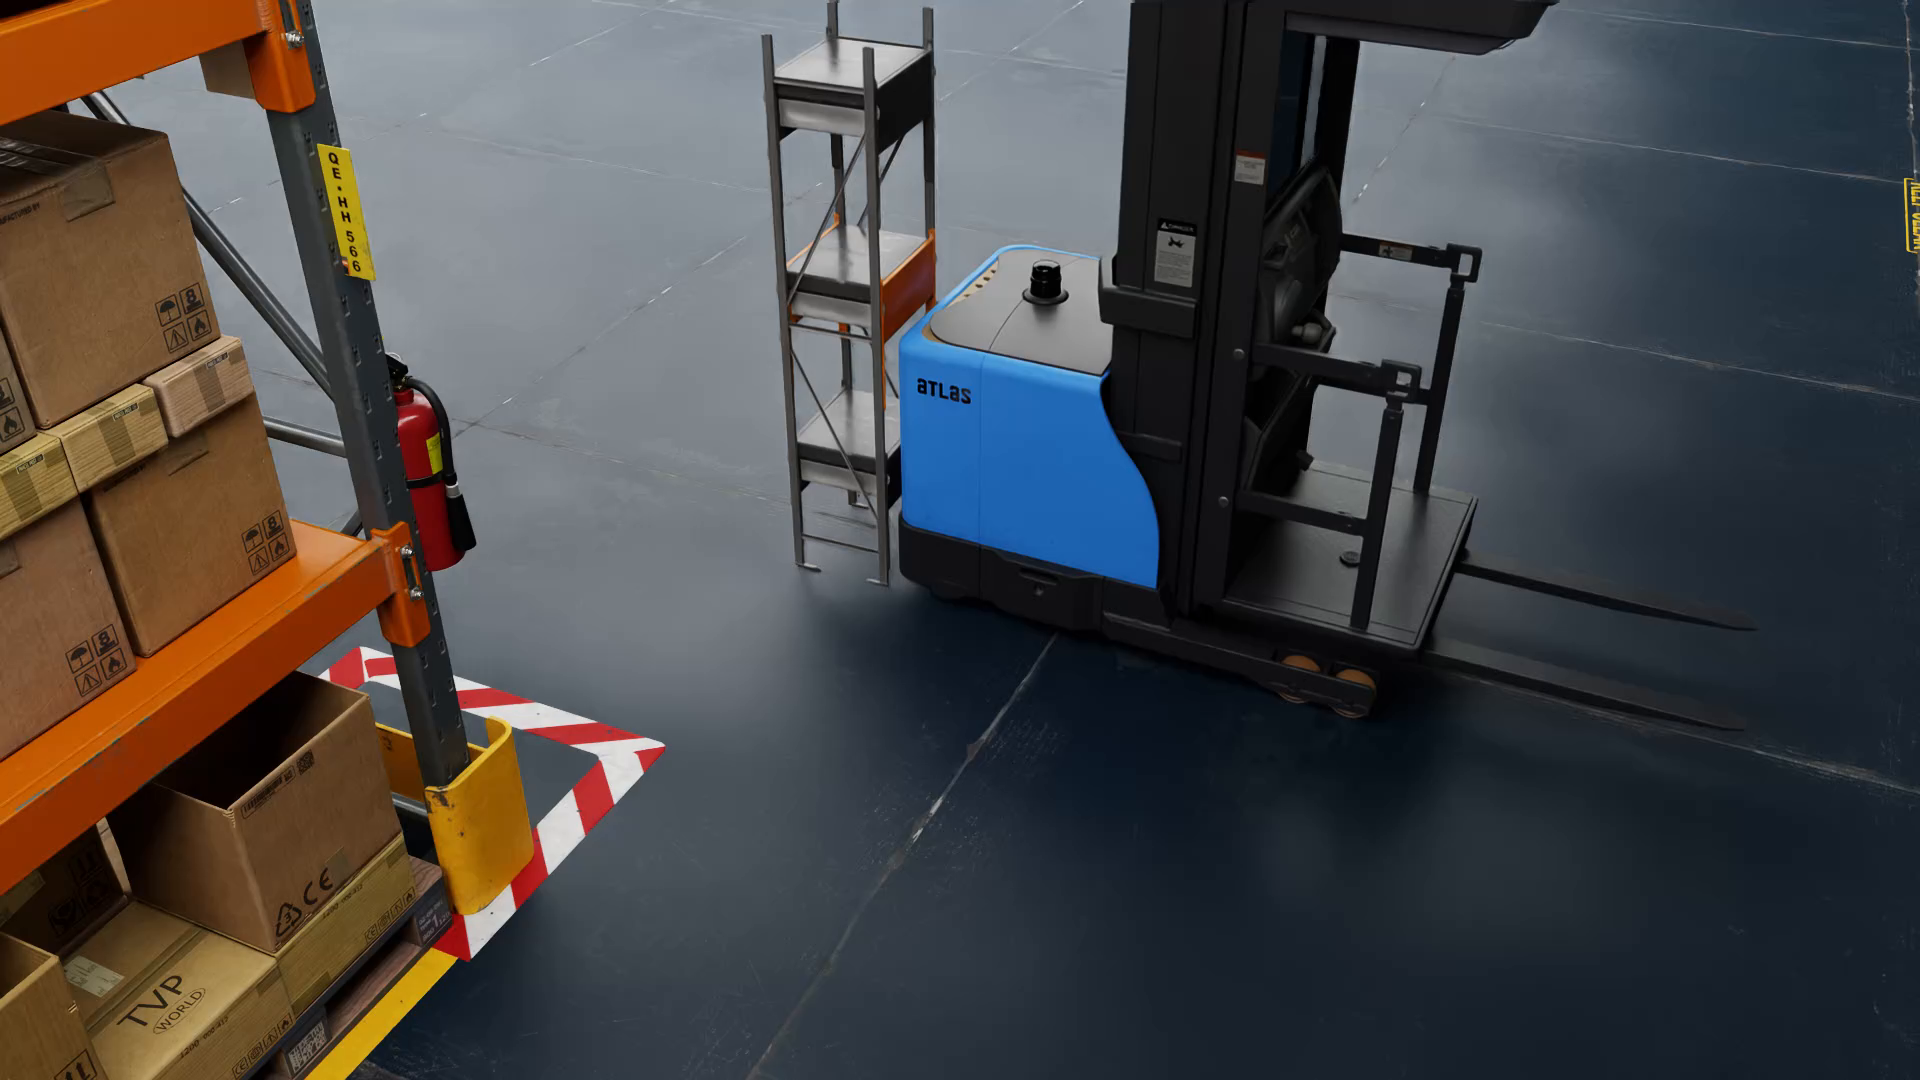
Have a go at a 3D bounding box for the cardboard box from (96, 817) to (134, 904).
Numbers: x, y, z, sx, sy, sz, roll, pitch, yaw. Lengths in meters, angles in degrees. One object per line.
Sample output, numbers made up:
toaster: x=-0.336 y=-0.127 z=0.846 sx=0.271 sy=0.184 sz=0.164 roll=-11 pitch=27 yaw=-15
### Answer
cardboard box: x=-2.359 y=0.873 z=4.807 sx=0.500 sy=0.250 sz=0.500 roll=14 pitch=36 yaw=20

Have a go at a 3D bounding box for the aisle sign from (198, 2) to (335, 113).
aisle sign: x=-1.638 y=-1.369 z=3.732 sx=0.394 sy=0.787 sz=0.004 roll=14 pitch=36 yaw=20

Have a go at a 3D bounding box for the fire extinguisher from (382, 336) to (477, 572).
fire extinguisher: x=-1.461 y=-0.237 z=4.446 sx=0.296 sy=0.674 sz=0.183 roll=14 pitch=36 yaw=20

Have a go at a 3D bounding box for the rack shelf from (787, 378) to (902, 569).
rack shelf: x=-0.372 y=-0.266 z=6.543 sx=0.431 sy=0.518 sz=0.480 roll=13 pitch=35 yaw=18

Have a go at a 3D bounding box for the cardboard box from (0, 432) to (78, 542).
cardboard box: x=-2.134 y=-0.138 z=3.542 sx=0.380 sy=0.149 sz=0.250 roll=14 pitch=36 yaw=20

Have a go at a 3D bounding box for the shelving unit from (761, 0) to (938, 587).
shelving unit: x=-0.372 y=-0.863 z=6.152 sx=0.431 sy=2.100 sz=0.503 roll=13 pitch=35 yaw=18

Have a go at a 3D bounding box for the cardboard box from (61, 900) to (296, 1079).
cardboard box: x=-2.087 y=1.244 z=4.242 sx=0.500 sy=0.250 sz=0.500 roll=14 pitch=36 yaw=20

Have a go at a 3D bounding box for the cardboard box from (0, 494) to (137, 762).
cardboard box: x=-2.355 y=0.134 z=3.720 sx=0.700 sy=0.500 sz=0.500 roll=15 pitch=36 yaw=22

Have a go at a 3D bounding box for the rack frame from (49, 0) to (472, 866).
rack frame: x=-1.932 y=-0.317 z=4.498 sx=1.000 sy=3.000 sz=0.127 roll=14 pitch=36 yaw=20

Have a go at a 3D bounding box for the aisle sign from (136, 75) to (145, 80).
aisle sign: x=-2.183 y=-1.507 z=3.942 sx=0.394 sy=0.787 sz=0.004 roll=14 pitch=36 yaw=20

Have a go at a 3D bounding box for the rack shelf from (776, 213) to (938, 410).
rack shelf: x=-0.372 y=-0.852 z=6.159 sx=0.431 sy=0.518 sz=0.480 roll=13 pitch=35 yaw=18

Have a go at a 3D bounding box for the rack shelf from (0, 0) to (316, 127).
rack shelf: x=-2.769 y=-0.274 z=2.353 sx=1.077 sy=0.370 sz=4.000 roll=14 pitch=36 yaw=20

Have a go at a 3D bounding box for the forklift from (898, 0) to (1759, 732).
forklift: x=1.324 y=-0.938 z=5.508 sx=3.031 sy=2.935 sz=1.130 roll=14 pitch=36 yaw=21

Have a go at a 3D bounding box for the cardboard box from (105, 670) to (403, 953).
cardboard box: x=-1.886 y=0.679 z=4.419 sx=0.500 sy=0.500 sz=0.500 roll=14 pitch=36 yaw=20

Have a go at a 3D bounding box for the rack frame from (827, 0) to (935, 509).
rack frame: x=-0.280 y=-0.987 z=6.341 sx=0.400 sy=2.100 sz=0.015 roll=13 pitch=35 yaw=18

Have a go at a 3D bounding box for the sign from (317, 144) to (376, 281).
sign: x=-1.445 y=-0.769 z=3.915 sx=0.100 sy=0.325 sz=0.005 roll=14 pitch=36 yaw=20

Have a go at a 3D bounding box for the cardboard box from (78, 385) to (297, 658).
cardboard box: x=-2.139 y=-0.129 z=4.120 sx=0.700 sy=0.500 sz=0.500 roll=14 pitch=36 yaw=20

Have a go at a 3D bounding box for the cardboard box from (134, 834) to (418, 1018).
cardboard box: x=-1.888 y=0.992 z=4.626 sx=0.500 sy=0.250 sz=0.500 roll=14 pitch=36 yaw=20

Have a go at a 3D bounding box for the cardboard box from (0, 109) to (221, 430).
cardboard box: x=-2.161 y=-0.645 z=3.724 sx=0.700 sy=0.500 sz=0.500 roll=14 pitch=36 yaw=21

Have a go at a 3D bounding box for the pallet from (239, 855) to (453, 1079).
pallet: x=-2.214 y=1.240 z=4.667 sx=1.003 sy=0.211 sz=1.213 roll=14 pitch=36 yaw=20

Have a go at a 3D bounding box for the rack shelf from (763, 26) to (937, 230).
rack shelf: x=-0.372 y=-1.437 z=5.775 sx=0.431 sy=0.518 sz=0.480 roll=13 pitch=35 yaw=18

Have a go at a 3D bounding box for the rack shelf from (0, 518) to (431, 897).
rack shelf: x=-2.769 y=0.980 z=3.176 sx=1.077 sy=0.370 sz=4.000 roll=14 pitch=36 yaw=20

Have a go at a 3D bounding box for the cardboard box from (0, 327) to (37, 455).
cardboard box: x=-2.376 y=-0.382 z=3.323 sx=0.700 sy=0.500 sz=0.500 roll=13 pitch=36 yaw=19

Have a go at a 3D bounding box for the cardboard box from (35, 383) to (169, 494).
cardboard box: x=-2.027 y=-0.265 z=3.736 sx=0.380 sy=0.149 sz=0.250 roll=15 pitch=36 yaw=22

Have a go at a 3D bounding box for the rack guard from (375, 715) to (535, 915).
rack guard: x=-1.922 y=0.717 z=5.201 sx=1.175 sy=0.500 sz=0.348 roll=14 pitch=36 yaw=20

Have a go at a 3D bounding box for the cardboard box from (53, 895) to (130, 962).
cardboard box: x=-2.565 y=1.123 z=4.426 sx=0.500 sy=0.250 sz=0.500 roll=14 pitch=36 yaw=20

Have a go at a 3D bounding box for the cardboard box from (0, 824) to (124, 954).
cardboard box: x=-2.566 y=0.809 z=4.221 sx=0.500 sy=0.500 sz=0.500 roll=14 pitch=36 yaw=20

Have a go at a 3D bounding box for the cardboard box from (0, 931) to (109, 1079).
cardboard box: x=-2.291 y=1.181 z=3.655 sx=0.500 sy=0.500 sz=0.500 roll=14 pitch=36 yaw=20

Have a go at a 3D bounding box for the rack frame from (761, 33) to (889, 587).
rack frame: x=-0.464 y=-0.739 z=5.963 sx=0.400 sy=2.100 sz=0.015 roll=13 pitch=35 yaw=18

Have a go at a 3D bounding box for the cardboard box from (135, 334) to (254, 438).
cardboard box: x=-1.919 y=-0.396 z=3.935 sx=0.380 sy=0.149 sz=0.250 roll=14 pitch=36 yaw=20
